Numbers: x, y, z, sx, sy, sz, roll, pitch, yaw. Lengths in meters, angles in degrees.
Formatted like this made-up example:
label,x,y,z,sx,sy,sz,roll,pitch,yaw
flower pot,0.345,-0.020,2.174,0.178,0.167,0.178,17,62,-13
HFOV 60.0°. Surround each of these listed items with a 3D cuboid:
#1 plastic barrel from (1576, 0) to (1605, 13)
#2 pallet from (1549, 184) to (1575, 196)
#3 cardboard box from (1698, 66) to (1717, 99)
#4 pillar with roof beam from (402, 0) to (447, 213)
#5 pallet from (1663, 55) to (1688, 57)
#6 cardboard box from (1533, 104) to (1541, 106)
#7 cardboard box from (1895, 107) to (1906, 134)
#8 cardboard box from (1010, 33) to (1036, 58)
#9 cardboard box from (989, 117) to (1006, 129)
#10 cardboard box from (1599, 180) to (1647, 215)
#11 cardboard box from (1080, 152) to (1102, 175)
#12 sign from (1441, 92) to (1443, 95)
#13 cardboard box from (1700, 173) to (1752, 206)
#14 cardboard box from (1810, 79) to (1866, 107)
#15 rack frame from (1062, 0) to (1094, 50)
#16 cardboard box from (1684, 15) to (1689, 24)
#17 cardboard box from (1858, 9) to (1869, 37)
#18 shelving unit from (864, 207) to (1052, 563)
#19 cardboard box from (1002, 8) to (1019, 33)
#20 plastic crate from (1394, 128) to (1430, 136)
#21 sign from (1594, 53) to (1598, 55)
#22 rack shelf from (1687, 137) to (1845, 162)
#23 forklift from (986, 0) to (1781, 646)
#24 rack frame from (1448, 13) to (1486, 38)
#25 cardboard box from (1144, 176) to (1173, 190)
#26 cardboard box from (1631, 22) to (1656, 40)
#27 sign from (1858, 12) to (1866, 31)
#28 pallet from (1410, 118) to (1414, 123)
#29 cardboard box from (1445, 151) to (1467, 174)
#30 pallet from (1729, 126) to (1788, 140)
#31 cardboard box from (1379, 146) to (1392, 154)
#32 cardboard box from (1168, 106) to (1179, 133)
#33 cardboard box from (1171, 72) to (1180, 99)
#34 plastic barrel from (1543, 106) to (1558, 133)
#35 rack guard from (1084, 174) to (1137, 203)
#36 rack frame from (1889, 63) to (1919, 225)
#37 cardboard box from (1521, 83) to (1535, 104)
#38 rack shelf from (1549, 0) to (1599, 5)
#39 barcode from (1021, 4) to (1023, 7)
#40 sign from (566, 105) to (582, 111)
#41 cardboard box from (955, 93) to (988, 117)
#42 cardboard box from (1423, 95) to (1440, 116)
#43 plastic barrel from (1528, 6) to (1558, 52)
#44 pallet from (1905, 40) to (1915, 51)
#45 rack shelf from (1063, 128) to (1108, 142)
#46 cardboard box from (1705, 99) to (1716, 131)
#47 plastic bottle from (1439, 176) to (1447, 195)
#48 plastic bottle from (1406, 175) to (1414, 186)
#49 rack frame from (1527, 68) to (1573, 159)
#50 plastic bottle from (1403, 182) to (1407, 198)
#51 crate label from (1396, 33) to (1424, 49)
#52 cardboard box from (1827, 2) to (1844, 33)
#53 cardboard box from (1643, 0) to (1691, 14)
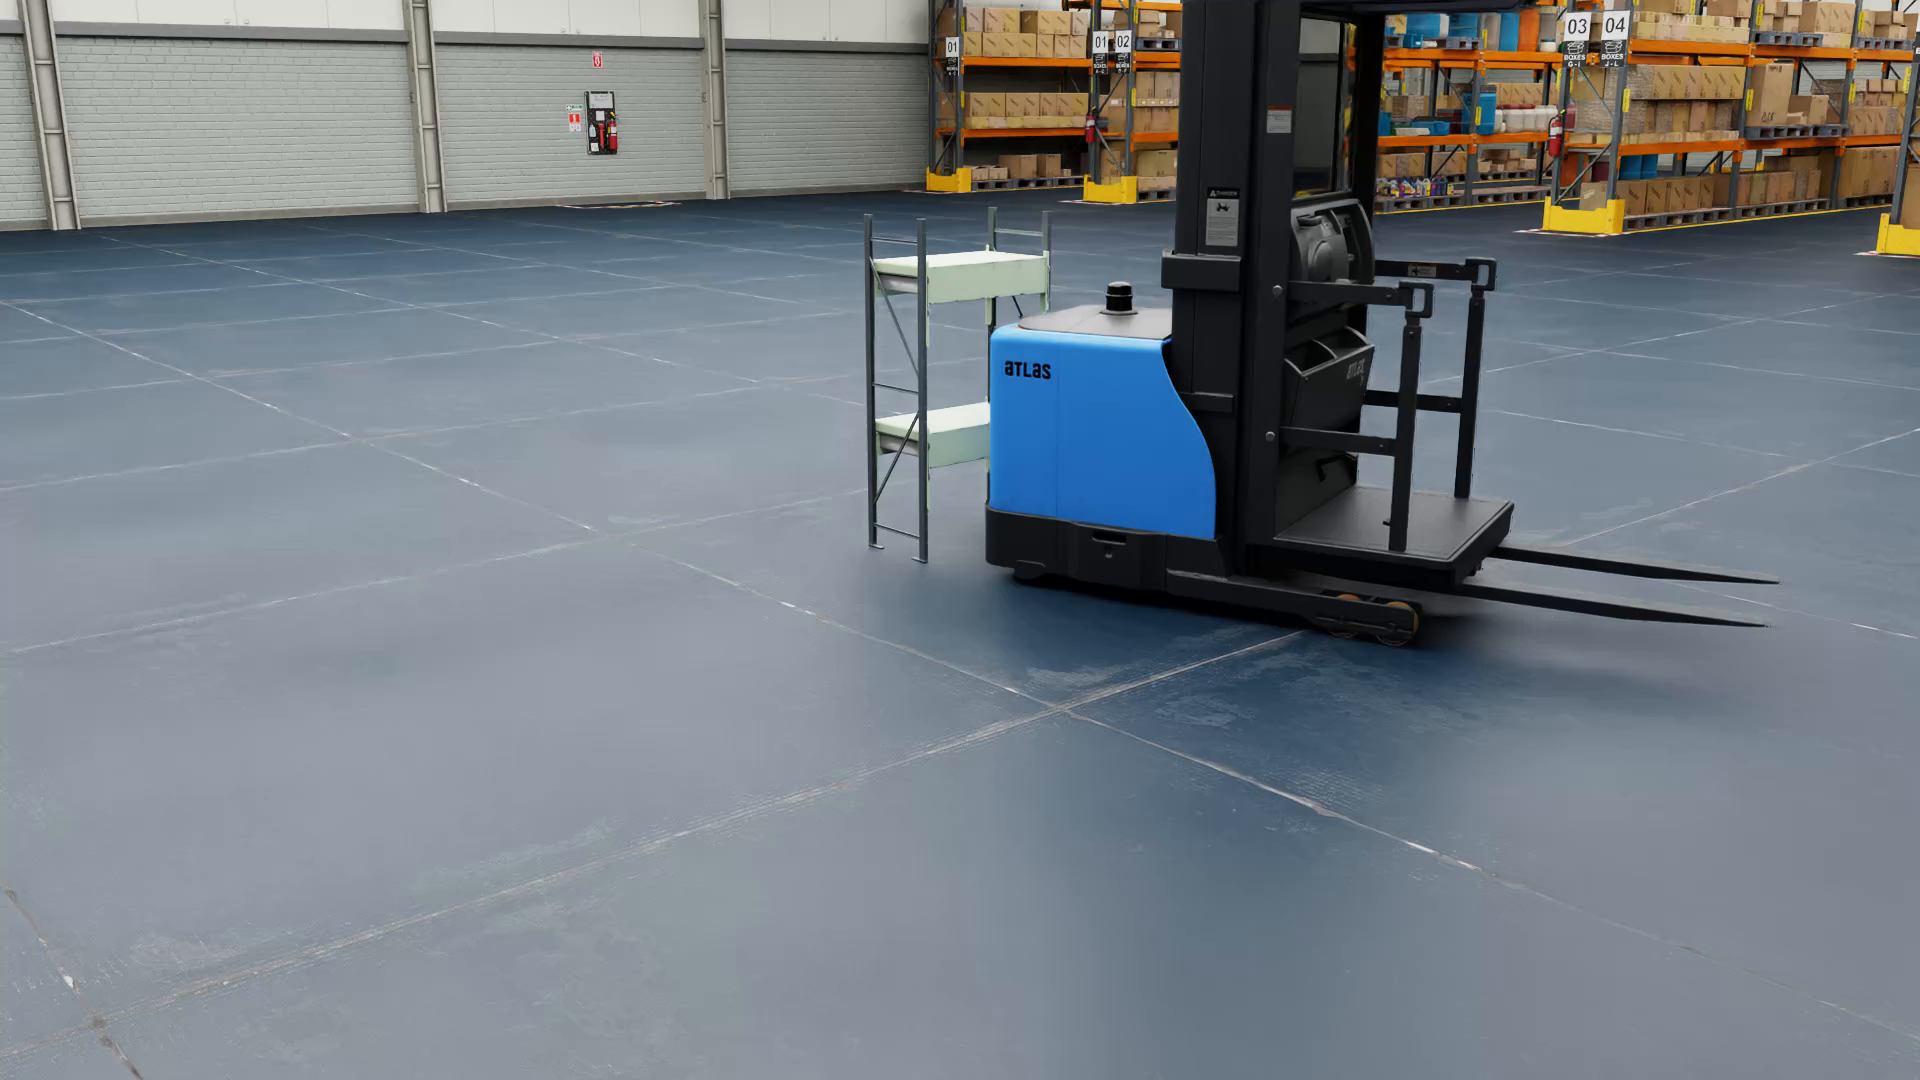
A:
label,x,y,z,sx,sy,sz,roll,pitch,yaw
plastic barrel,12.662,-10.433,33.536,0.708,0.830,0.600,-13,19,-39
pallet,12.800,-7.272,34.566,1.213,0.211,1.003,-13,19,-39
cardboard box,11.553,-7.212,26.228,0.500,0.500,0.500,-13,19,-39
pillar with roof beam,-6.573,-9.365,25.374,0.400,9.000,9.100,-13,19,-39
pallet,14.722,-10.361,35.281,1.003,0.211,1.213,-13,19,-39
cardboard box,14.090,-10.545,41.222,0.500,0.500,0.500,-12,19,-39
cardboard box,17.560,-7.934,31.448,0.500,0.500,0.500,-13,20,-40
cardboard box,1.318,-10.834,36.452,0.500,0.500,0.500,-11,19,-36
cardboard box,0.653,-9.100,36.257,0.500,0.250,0.500,-13,20,-41
cardboard box,10.359,-5.364,26.048,0.500,0.500,0.500,-7,17,-25
cardboard box,3.256,-8.861,39.104,0.500,0.500,0.700,-12,19,-38
sign,11.639,-10.643,40.104,0.005,0.325,0.100,-13,19,-39
cardboard box,12.943,-5.940,28.168,0.700,0.500,0.500,14,21,43
cardboard box,16.046,-8.167,30.375,0.637,0.503,0.797,-12,19,-38
rack frame,2.711,-12.627,37.585,0.127,3.000,1.000,-13,19,-39
cardboard box,10.969,-7.994,25.571,0.250,0.149,0.380,-13,20,-40
cardboard box,15.896,-9.333,30.050,0.637,0.503,0.797,-11,19,-36
shelving unit,-0.005,-0.723,7.552,0.755,1.500,0.431,-13,19,-39
cardboard box,0.935,-11.223,35.972,0.500,0.500,0.500,-12,19,-38
plastic crate,8.156,-7.348,29.958,0.437,0.136,0.530,-13,19,-39
sign,12.599,-9.770,32.905,0.005,0.325,0.100,-13,19,-39
rack shelf,13.975,-6.827,28.890,4.000,0.370,1.077,-13,19,-39
forklift,1.646,-1.173,6.461,3.031,2.935,1.130,8,17,29
rack frame,9.215,-10.698,30.364,0.127,3.000,1.000,-13,19,-39
cardboard box,3.874,-7.095,33.013,0.500,0.250,0.500,-13,19,-39
cardboard box,9.982,-7.566,24.741,0.500,0.250,0.500,-12,19,-38
sign,15.838,-9.106,29.215,0.005,0.325,0.100,-13,19,-39
pallet,10.447,-9.680,38.549,1.213,0.211,1.003,-13,19,-39
cardboard box,11.817,-8.986,39.569,0.500,0.500,0.500,-13,20,-40
pallet,13.138,-6.844,27.932,1.213,0.211,1.003,-13,19,-39
cardboard box,9.575,-9.024,38.260,0.500,0.250,0.500,-12,19,-37
cardboard box,4.080,-8.385,33.135,0.500,0.500,0.700,-12,19,-39
cardboard box,4.122,-9.024,33.012,0.500,0.500,0.700,-13,19,-39
plastic barrel,11.596,-8.316,32.853,0.421,0.512,0.421,0,15,0
rack guard,2.930,-6.876,32.522,0.348,0.500,1.175,-13,19,-39
rack frame,12.628,-5.175,21.313,0.127,3.000,1.000,-13,19,-39
cardboard box,13.707,-10.939,40.758,0.500,0.500,0.500,-12,19,-38
rack shelf,10.723,-10.496,31.777,4.000,0.370,1.077,-13,19,-39
barcode,1.380,-11.944,37.159,0.075,0.075,0.001,-13,19,-39
sign,-7.237,-8.109,31.200,0.331,0.109,0.001,-13,19,-39
cardboard box,0.251,-9.373,35.826,0.500,0.500,0.500,-13,19,-39
cardboard box,10.709,-10.060,38.592,0.700,0.500,0.500,10,18,33
plastic barrel,11.470,-10.072,32.861,0.600,0.901,0.600,0,15,0
pallet,17.842,-9.383,31.622,1.217,0.209,0.805,-14,20,-42
rack shelf,4.220,-9.720,39.720,4.000,0.370,1.077,-13,19,-39
cardboard box,11.686,-6.886,26.946,0.500,0.500,0.875,-13,19,-39
plastic bottle,8.918,-6.567,30.805,0.185,0.351,0.144,-13,20,-41
plastic bottle,8.428,-6.649,31.109,0.185,0.351,0.144,-13,19,-39
rack frame,15.018,-10.798,42.361,0.127,3.000,1.000,-13,19,-39
plastic bottle,8.028,-6.321,30.037,0.097,0.271,0.097,0,15,0
crate label,7.826,-8.752,29.180,0.408,0.251,0.502,-13,19,-39
cardboard box,14.908,-9.034,28.783,0.500,0.500,0.500,-13,20,-39
cardboard box,10.746,-8.240,25.234,0.500,0.500,0.500,-13,20,-40
